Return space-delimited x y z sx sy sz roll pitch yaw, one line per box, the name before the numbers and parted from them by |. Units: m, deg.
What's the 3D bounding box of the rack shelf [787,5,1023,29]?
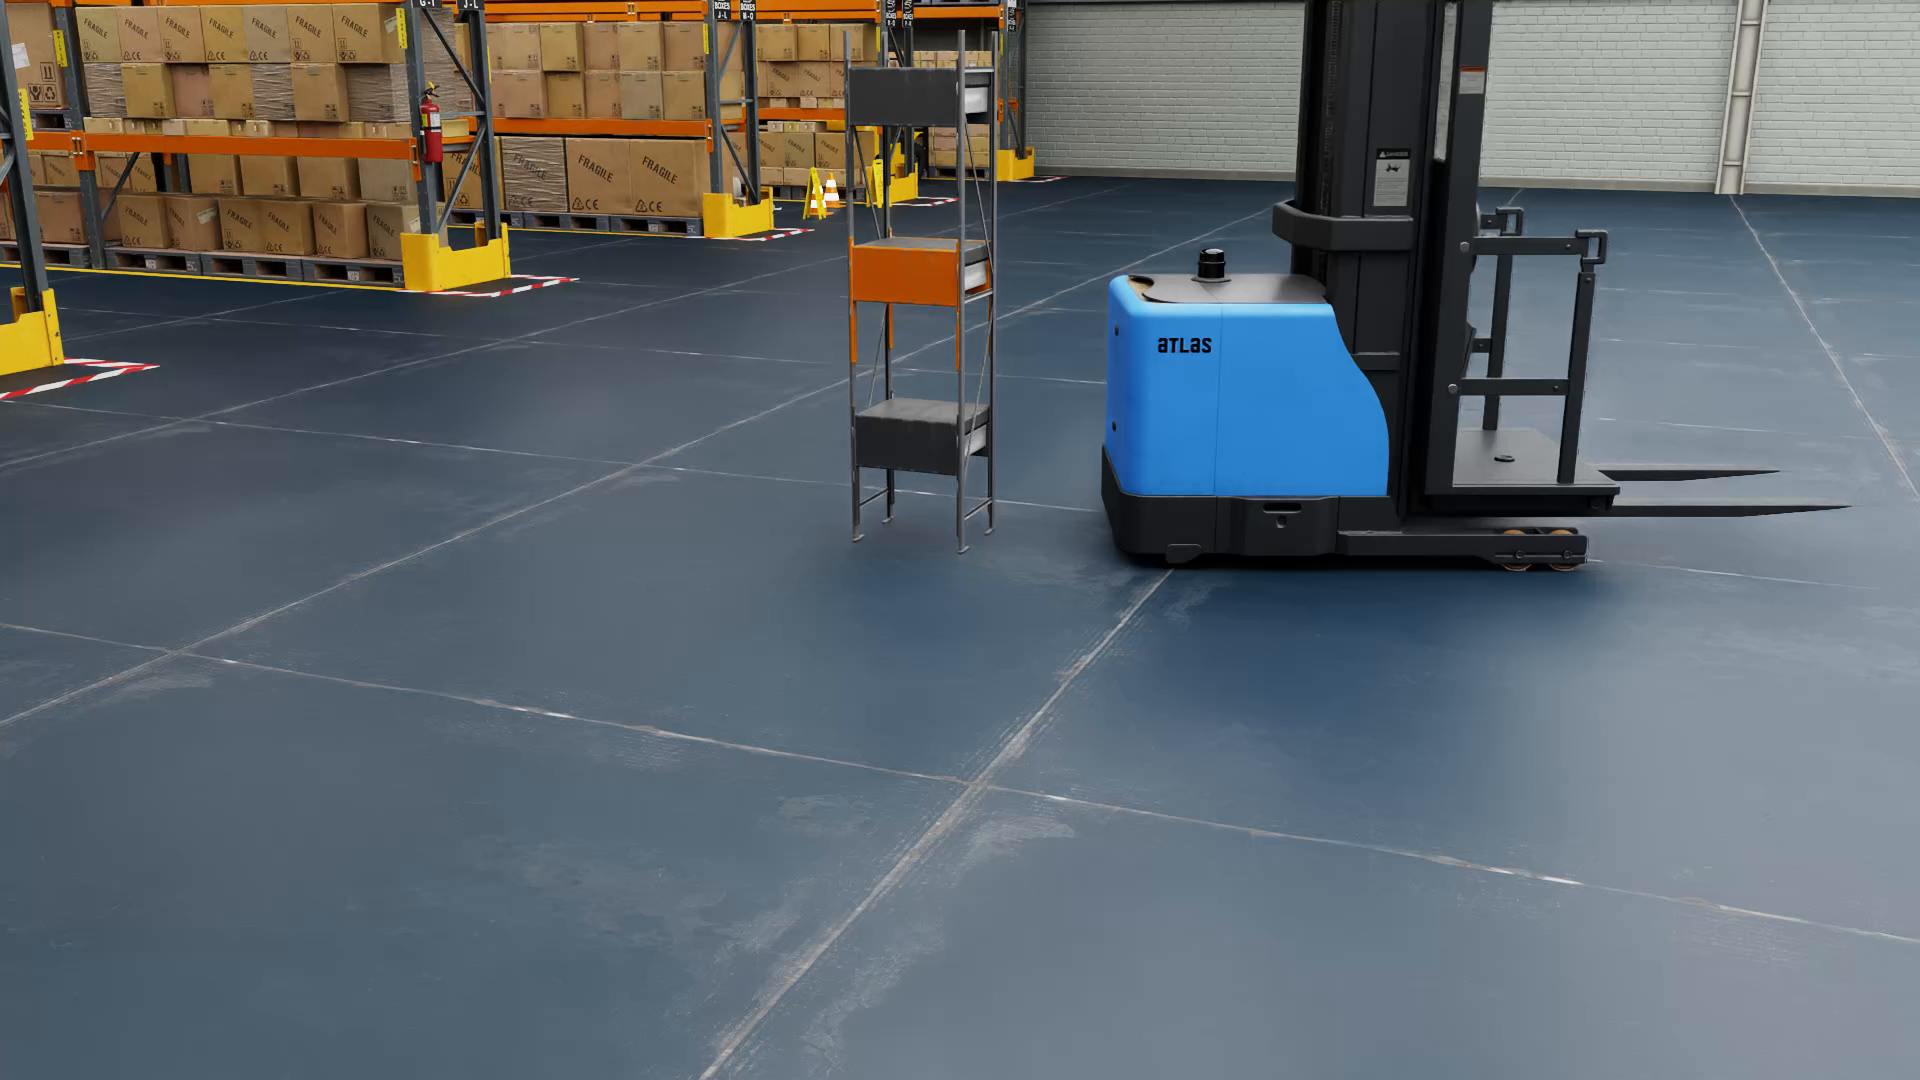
rack shelf | -0.953 -8.963 28.576 4.000 0.370 1.077 6 17 21

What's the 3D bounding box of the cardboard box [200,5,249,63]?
cardboard box | -6.543 -4.623 15.211 0.500 0.500 0.500 6 17 21

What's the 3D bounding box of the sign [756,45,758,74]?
sign | -2.424 -5.678 19.658 0.005 0.325 0.100 6 17 21

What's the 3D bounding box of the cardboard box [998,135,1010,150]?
cardboard box | 0.546 -6.886 28.796 0.500 0.250 0.500 7 17 22

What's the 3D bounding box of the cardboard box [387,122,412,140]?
cardboard box | -4.888 -3.660 14.851 0.250 0.149 0.380 6 17 21

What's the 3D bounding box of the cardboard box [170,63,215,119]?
cardboard box | -6.918 -4.258 15.747 0.500 0.500 0.875 6 17 21

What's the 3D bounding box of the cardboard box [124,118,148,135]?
cardboard box | -7.708 -3.946 15.837 0.250 0.149 0.380 6 17 21

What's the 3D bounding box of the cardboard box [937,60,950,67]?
cardboard box | -0.212 -8.074 28.264 0.250 0.149 0.380 6 17 20

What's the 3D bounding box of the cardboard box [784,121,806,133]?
cardboard box | -2.350 -5.989 24.093 0.250 0.149 0.380 7 17 22

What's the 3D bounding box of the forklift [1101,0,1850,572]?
forklift | 2.163 -1.429 6.837 3.031 2.935 1.130 0 16 0

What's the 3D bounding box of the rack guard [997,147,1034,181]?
rack guard | 0.929 -6.460 28.529 0.348 0.500 1.175 6 17 21

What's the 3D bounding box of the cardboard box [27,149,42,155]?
cardboard box | -12.709 -5.472 23.028 0.500 0.250 0.500 7 18 22

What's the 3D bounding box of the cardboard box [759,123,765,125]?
cardboard box | -4.022 -7.265 30.325 0.625 0.625 0.875 6 17 20

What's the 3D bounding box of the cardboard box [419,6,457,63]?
cardboard box | -4.958 -4.603 15.143 0.500 0.500 0.500 6 17 21

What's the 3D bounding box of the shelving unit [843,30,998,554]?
shelving unit | -0.154 -1.025 6.939 0.503 2.100 0.431 6 17 21

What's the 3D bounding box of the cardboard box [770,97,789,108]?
cardboard box | -2.553 -6.350 24.117 0.250 0.149 0.380 6 17 20

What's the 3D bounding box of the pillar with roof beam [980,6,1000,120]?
pillar with roof beam | -0.989 -9.732 24.557 0.400 9.000 9.100 6 17 21

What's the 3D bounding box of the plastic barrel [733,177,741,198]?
plastic barrel | -3.388 -4.957 23.488 0.512 0.421 0.421 -9 18 -27

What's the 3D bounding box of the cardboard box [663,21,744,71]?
cardboard box | -2.964 -5.720 19.290 0.550 0.550 0.875 6 17 21

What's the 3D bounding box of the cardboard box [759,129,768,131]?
cardboard box | -3.034 -5.931 25.058 0.500 0.500 0.500 7 18 24

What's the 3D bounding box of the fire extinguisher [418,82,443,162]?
fire extinguisher | -4.609 -3.637 14.459 0.183 0.674 0.296 6 17 21

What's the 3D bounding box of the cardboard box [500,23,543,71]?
cardboard box | -5.017 -5.917 19.970 0.550 0.550 0.875 6 17 21

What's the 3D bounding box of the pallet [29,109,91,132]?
pallet | -8.925 -4.238 16.736 1.213 0.211 1.003 6 17 21

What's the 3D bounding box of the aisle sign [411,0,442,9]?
aisle sign | -4.599 -4.969 14.248 0.004 0.787 0.394 6 17 21

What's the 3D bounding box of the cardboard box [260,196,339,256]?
cardboard box | -6.266 -2.996 15.843 0.500 0.500 0.500 8 18 26

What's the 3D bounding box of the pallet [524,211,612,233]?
pallet | -4.536 -3.929 20.328 1.213 0.211 1.003 6 17 21

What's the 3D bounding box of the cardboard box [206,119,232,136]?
cardboard box | -6.778 -3.844 15.484 0.250 0.149 0.380 6 17 21

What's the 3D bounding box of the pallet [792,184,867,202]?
pallet | -1.724 -5.136 24.487 1.213 0.211 1.003 6 17 21

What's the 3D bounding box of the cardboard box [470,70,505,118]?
cardboard box | -5.486 -5.477 20.391 0.550 0.550 0.875 6 17 21

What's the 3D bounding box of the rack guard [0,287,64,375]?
rack guard | -6.452 -1.316 10.809 0.348 0.500 1.175 6 17 21

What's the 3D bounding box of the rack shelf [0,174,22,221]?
rack shelf | -8.225 -2.380 11.280 4.000 0.370 1.077 6 17 21

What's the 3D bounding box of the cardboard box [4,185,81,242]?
cardboard box | -9.268 -3.347 17.017 0.500 0.500 0.700 6 17 20

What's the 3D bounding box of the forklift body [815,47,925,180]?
forklift body | -1.526 -6.976 27.346 1.214 2.155 2.313 6 17 21

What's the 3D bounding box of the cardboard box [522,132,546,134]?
cardboard box | -7.957 -7.577 31.623 0.500 0.500 0.500 7 18 23

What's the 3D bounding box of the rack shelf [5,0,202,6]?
rack shelf | -11.935 -7.199 22.501 4.000 0.370 1.077 6 17 21

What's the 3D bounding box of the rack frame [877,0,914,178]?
rack frame | -0.911 -6.375 23.753 0.127 3.000 1.000 6 17 21

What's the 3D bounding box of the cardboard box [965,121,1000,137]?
cardboard box | 0.364 -6.991 28.258 0.500 0.250 0.500 7 18 22

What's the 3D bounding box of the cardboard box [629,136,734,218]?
cardboard box | -3.288 -4.315 19.713 0.875 0.875 0.875 6 17 21

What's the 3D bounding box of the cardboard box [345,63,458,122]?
cardboard box | -5.048 -4.059 15.063 0.500 0.500 0.875 6 17 21

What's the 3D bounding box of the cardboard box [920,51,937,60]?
cardboard box | -0.485 -8.227 28.255 0.250 0.149 0.380 7 18 22

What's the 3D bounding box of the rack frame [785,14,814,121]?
rack frame | -2.814 -8.072 29.599 0.127 3.000 1.000 6 17 21

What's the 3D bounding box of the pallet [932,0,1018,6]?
pallet | 0.259 -9.140 28.056 1.213 0.211 1.003 6 17 21

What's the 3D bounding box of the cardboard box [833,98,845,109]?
cardboard box | -1.613 -6.234 23.719 0.250 0.149 0.380 6 17 20

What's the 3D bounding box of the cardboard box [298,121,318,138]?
cardboard box | -5.816 -3.764 15.209 0.250 0.149 0.380 6 17 21

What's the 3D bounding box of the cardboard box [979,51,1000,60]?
cardboard box | 0.497 -8.147 27.981 0.250 0.149 0.380 6 17 21

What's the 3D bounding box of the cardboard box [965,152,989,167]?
cardboard box | 0.354 -6.510 28.397 0.500 0.250 0.500 6 17 21

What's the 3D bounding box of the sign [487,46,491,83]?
sign | -4.348 -4.362 15.264 0.005 0.325 0.100 6 17 21

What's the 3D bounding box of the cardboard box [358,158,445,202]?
cardboard box | -6.964 -4.652 21.099 0.750 0.750 1.050 6 17 20

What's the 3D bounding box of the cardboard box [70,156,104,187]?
cardboard box | -11.763 -5.004 22.761 0.500 0.500 0.500 5 17 18

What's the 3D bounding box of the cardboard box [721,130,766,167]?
cardboard box | -3.198 -5.790 24.572 0.500 0.500 0.500 7 18 24

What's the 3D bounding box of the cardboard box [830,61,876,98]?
cardboard box | -1.517 -6.550 23.643 0.500 0.500 0.500 6 17 20

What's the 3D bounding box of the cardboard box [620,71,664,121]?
cardboard box | -3.514 -5.230 19.539 0.550 0.550 0.875 6 17 21

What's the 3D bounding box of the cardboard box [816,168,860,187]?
cardboard box | -1.784 -5.272 24.131 0.500 0.250 0.500 6 17 20

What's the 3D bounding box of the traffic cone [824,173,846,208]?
traffic cone | -1.784 -4.866 23.106 0.334 0.463 0.336 6 17 21

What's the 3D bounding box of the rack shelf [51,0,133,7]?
rack shelf | -10.128 -5.514 16.697 4.000 0.370 1.077 6 17 21

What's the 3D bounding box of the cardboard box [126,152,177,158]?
cardboard box | -10.807 -5.263 22.307 0.500 0.250 0.500 6 17 19

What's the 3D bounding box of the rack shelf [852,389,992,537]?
rack shelf | -0.154 -0.340 7.138 0.480 0.518 0.431 6 17 21

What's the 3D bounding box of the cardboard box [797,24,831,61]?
cardboard box | -1.934 -7.096 23.729 0.500 0.500 0.700 6 17 21
